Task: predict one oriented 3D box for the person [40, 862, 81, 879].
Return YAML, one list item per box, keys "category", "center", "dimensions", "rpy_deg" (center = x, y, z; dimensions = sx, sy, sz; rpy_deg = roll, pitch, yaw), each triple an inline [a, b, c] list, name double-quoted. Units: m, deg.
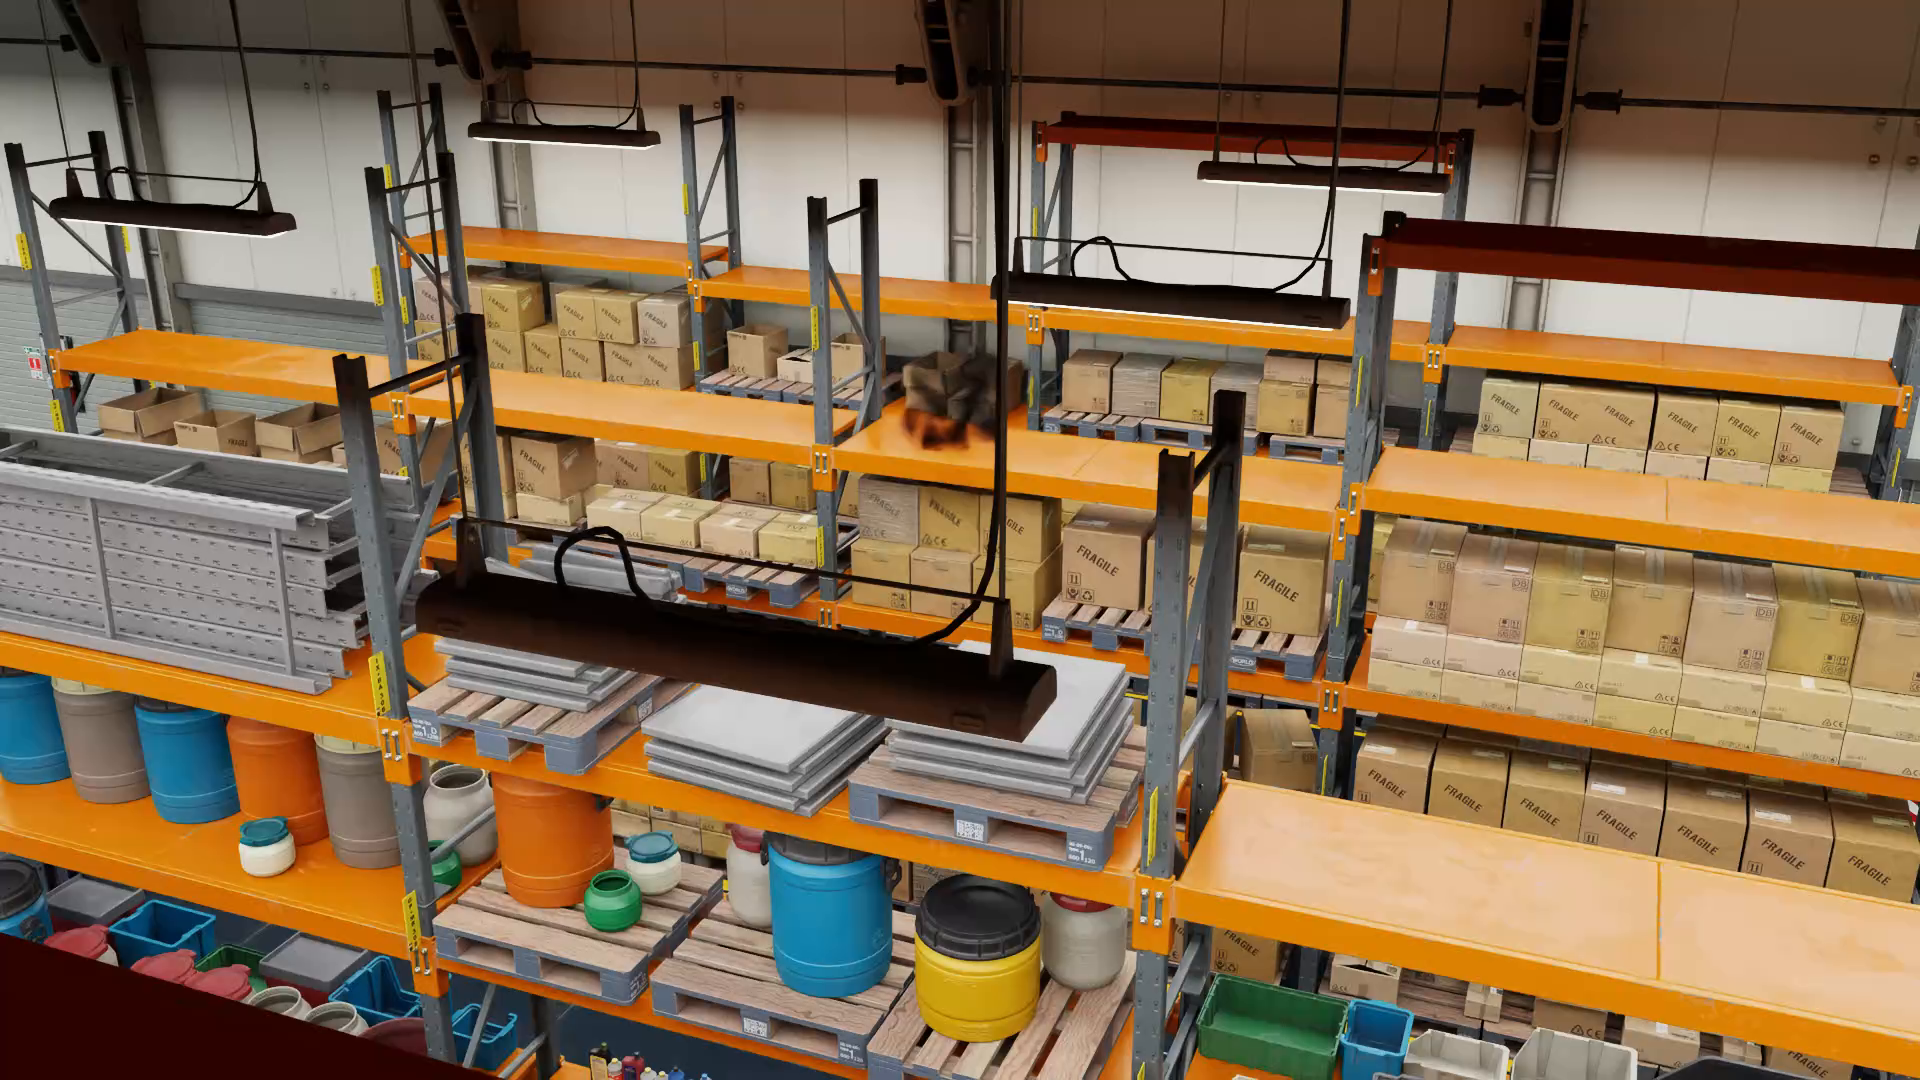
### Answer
- category: "person"
  center: [-7.129, 2.560, 13.311]
  dimensions: [0.943, 1.635, 0.593]
  rpy_deg: [7, 22, 17]
